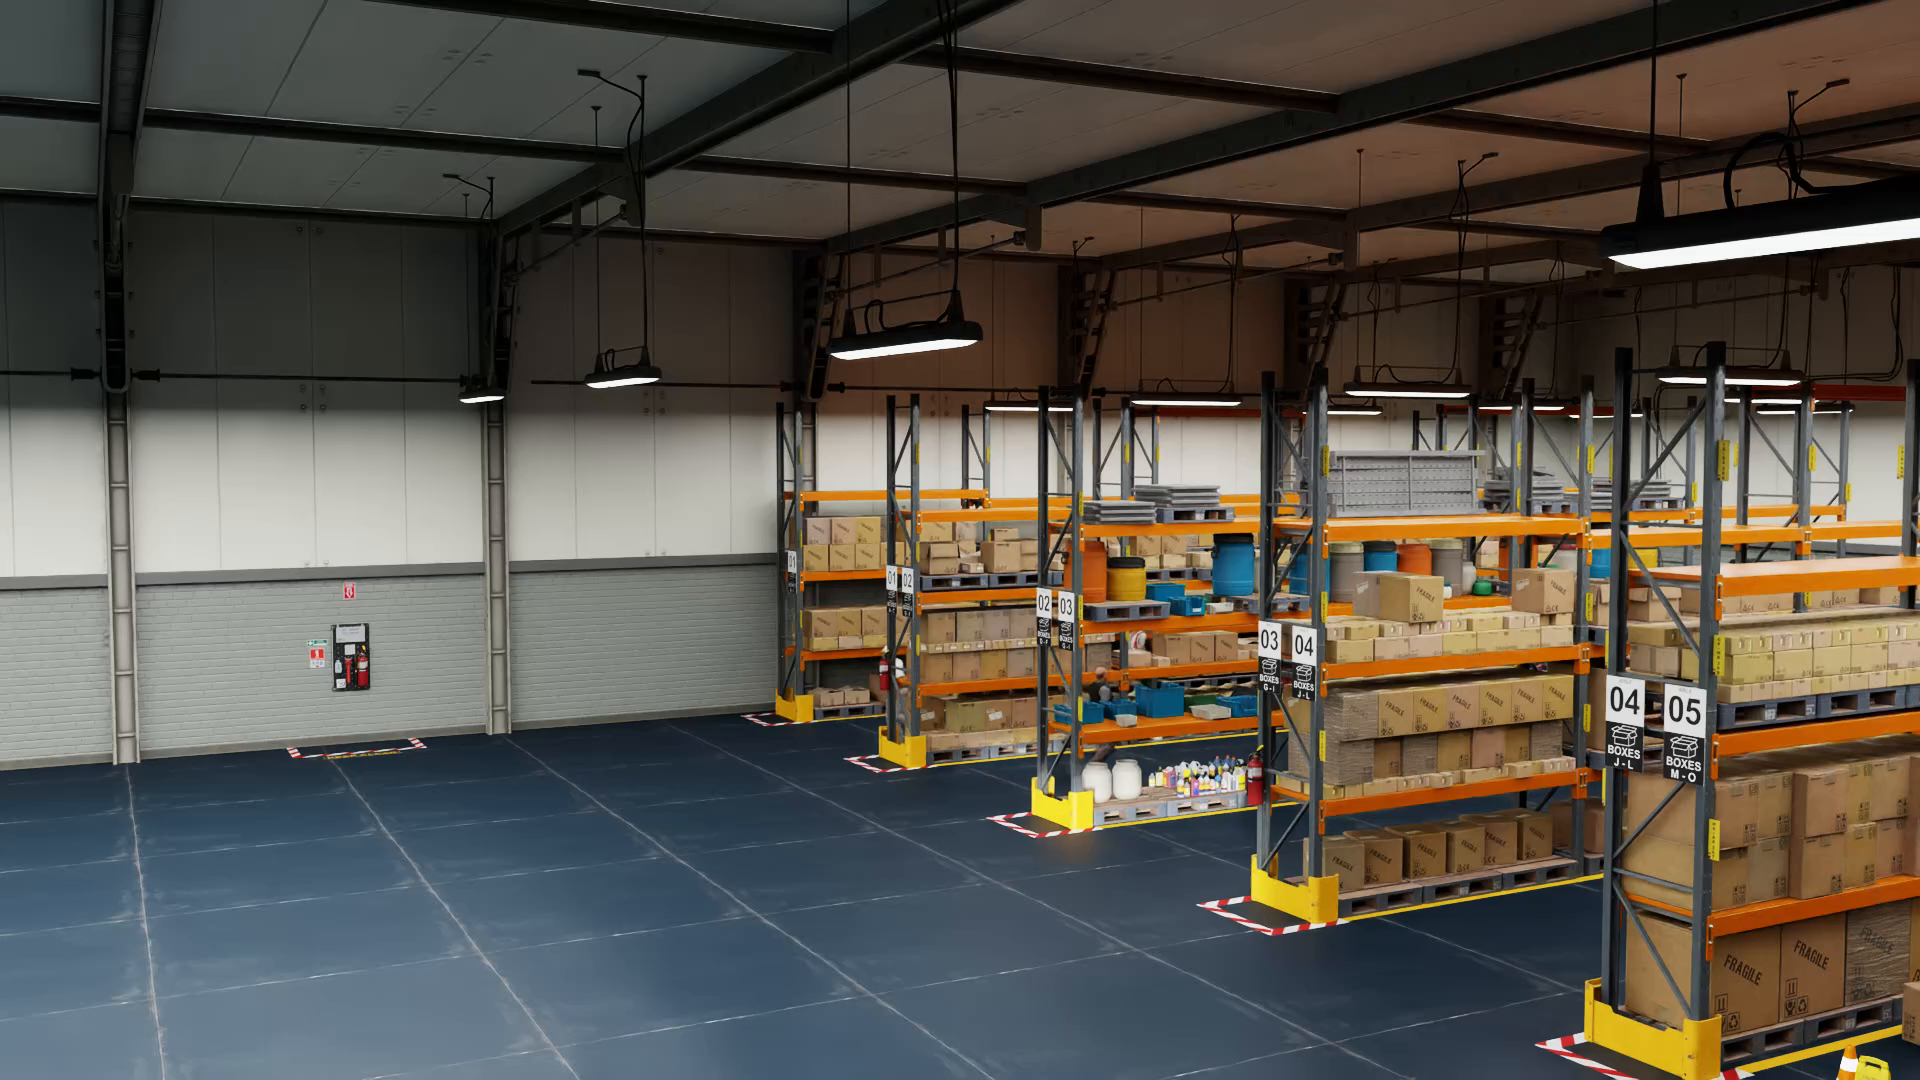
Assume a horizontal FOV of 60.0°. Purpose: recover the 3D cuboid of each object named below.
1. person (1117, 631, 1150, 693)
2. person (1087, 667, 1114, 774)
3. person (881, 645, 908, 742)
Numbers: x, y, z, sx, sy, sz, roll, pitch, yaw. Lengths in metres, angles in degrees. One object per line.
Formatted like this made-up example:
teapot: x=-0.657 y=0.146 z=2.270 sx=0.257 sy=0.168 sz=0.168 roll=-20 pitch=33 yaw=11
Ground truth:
person: x=3.412 y=2.405 z=32.950 sx=0.969 sy=1.748 sz=0.539 roll=-3 pitch=4 yaw=-40
person: x=2.172 y=2.841 z=25.983 sx=0.537 sy=1.720 sz=0.565 roll=-2 pitch=4 yaw=-26
person: x=-1.027 y=2.662 z=28.940 sx=0.673 sy=1.739 sz=0.634 roll=-1 pitch=3 yaw=-14
